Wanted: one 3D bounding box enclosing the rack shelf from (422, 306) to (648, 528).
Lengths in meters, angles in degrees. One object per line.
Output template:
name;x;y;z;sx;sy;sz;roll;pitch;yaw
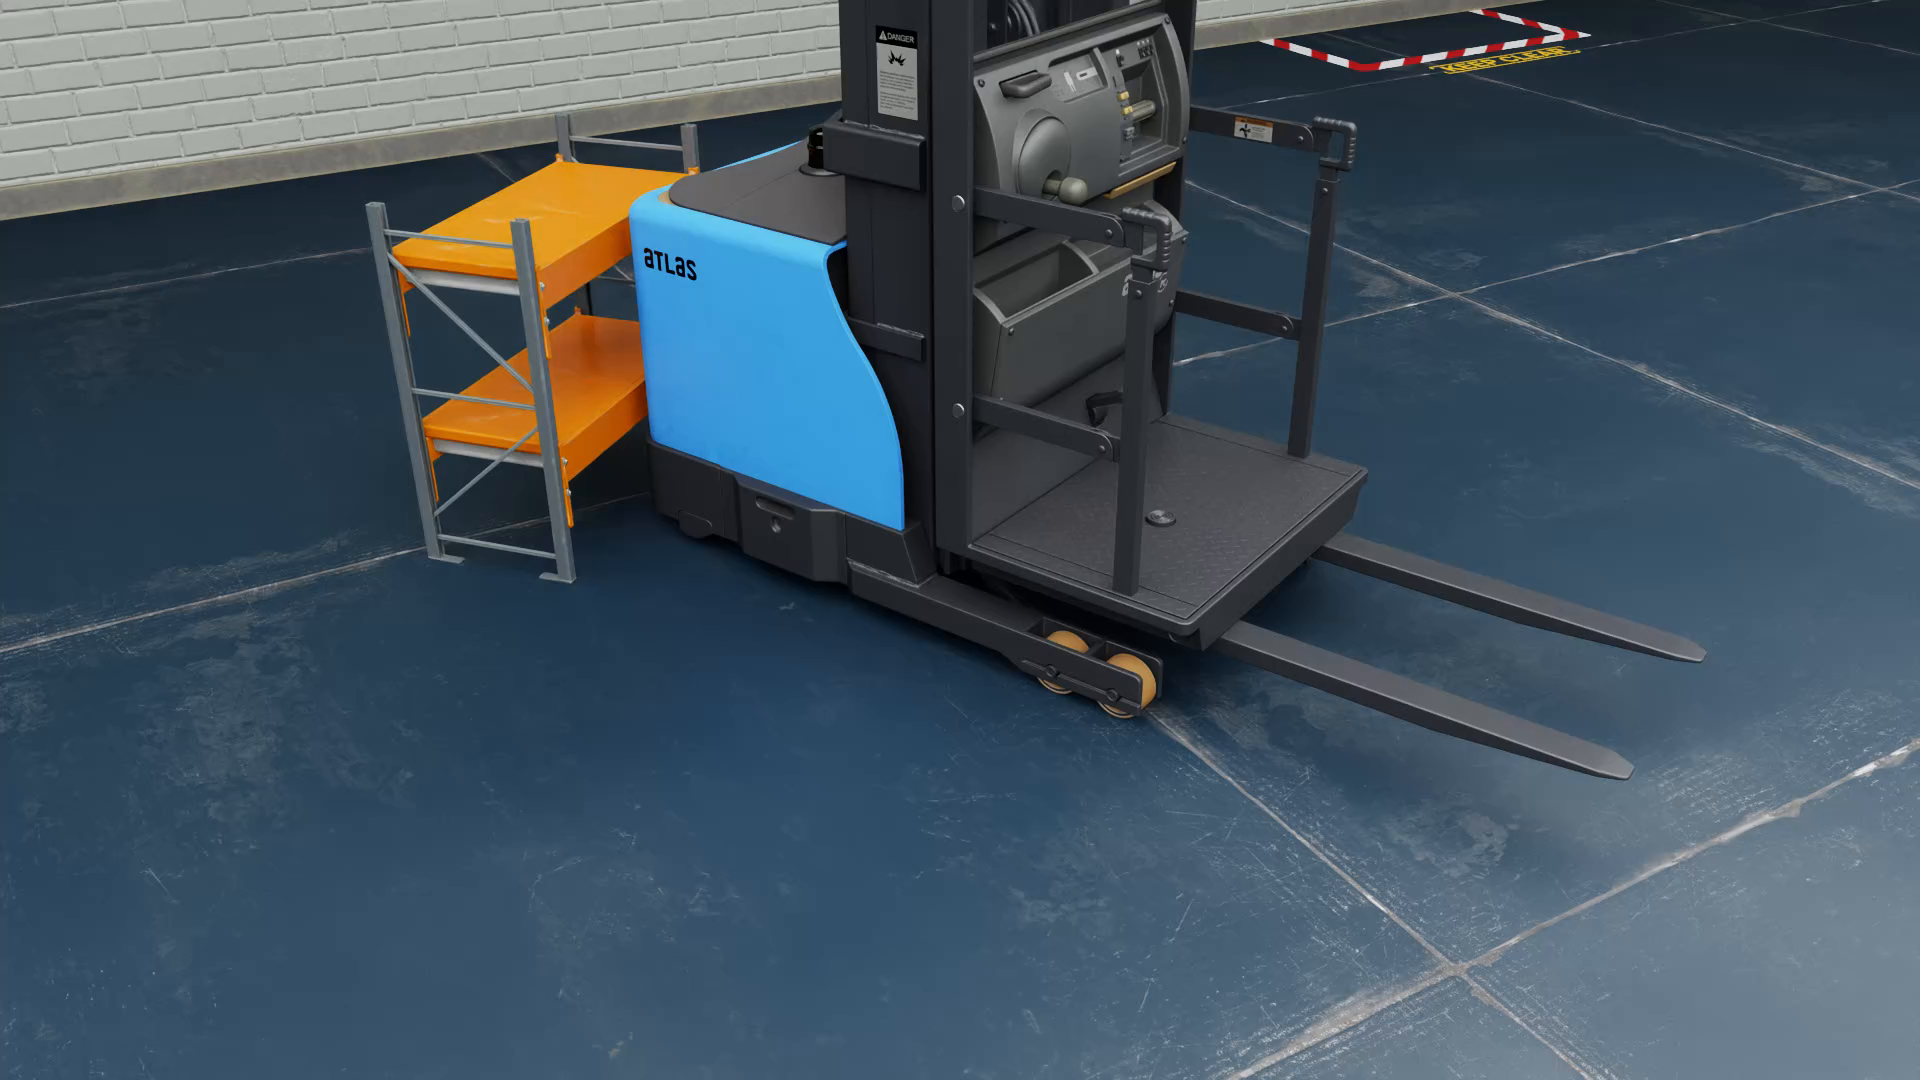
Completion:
rack shelf;-1.244;-0.423;5.358;0.538;0.278;1.000;9;30;16

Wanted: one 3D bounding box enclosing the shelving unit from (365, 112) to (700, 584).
shelving unit;-1.245;-0.637;5.240;0.538;1.125;1.048;9;30;16

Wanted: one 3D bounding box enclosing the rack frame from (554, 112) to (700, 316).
rack frame;-1.086;-0.871;5.663;0.500;1.125;0.032;9;30;16

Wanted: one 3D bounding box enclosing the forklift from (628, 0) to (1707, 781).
forklift;0.503;-1.104;4.218;3.031;2.935;1.130;20;34;31

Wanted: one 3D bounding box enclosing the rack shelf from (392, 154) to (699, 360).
rack shelf;-1.245;-0.894;5.099;0.538;0.278;1.000;9;30;16

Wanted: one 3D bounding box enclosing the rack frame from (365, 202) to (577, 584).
rack frame;-1.404;-0.404;4.817;0.500;1.125;0.032;9;30;16
